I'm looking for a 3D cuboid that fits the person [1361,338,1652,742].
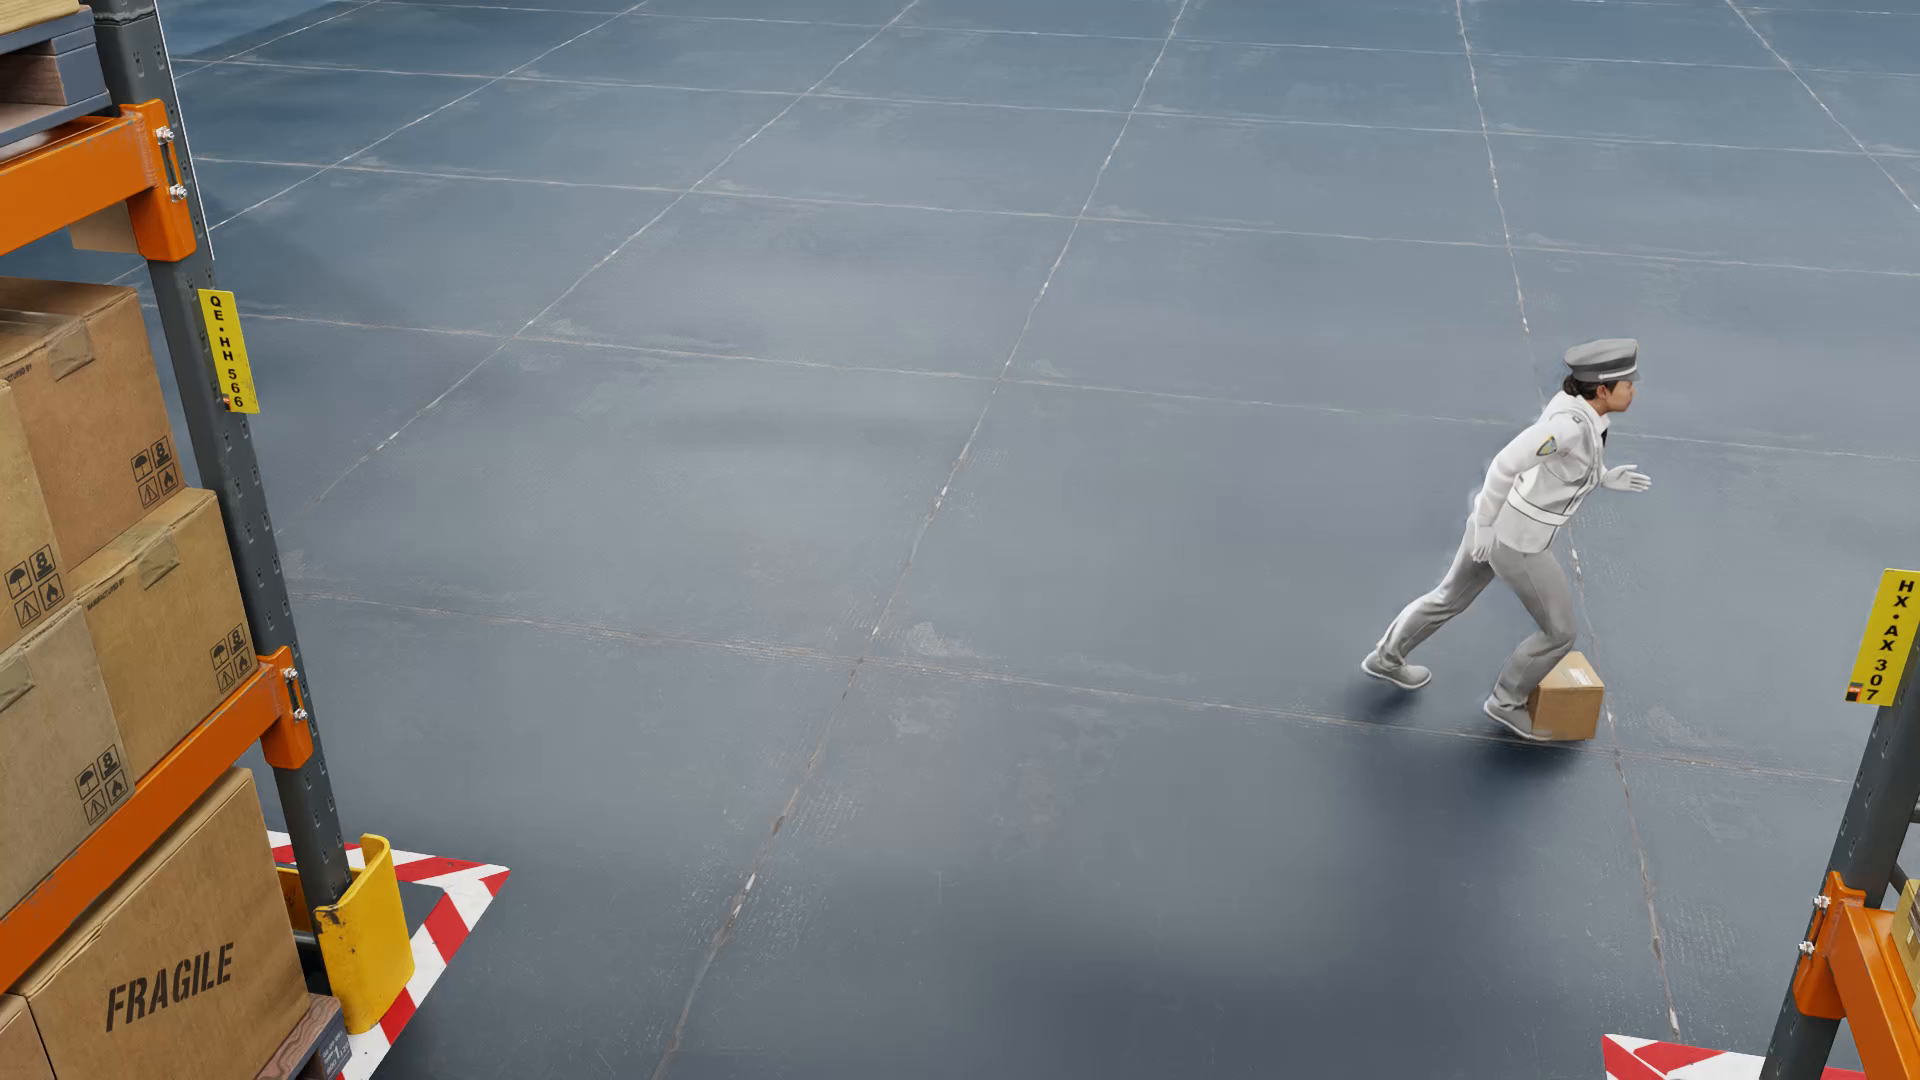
[{"bbox_3d":[2.058,-0.002,6.179,0.909,1.619,0.606,4,29,7],"label":"person"}]
